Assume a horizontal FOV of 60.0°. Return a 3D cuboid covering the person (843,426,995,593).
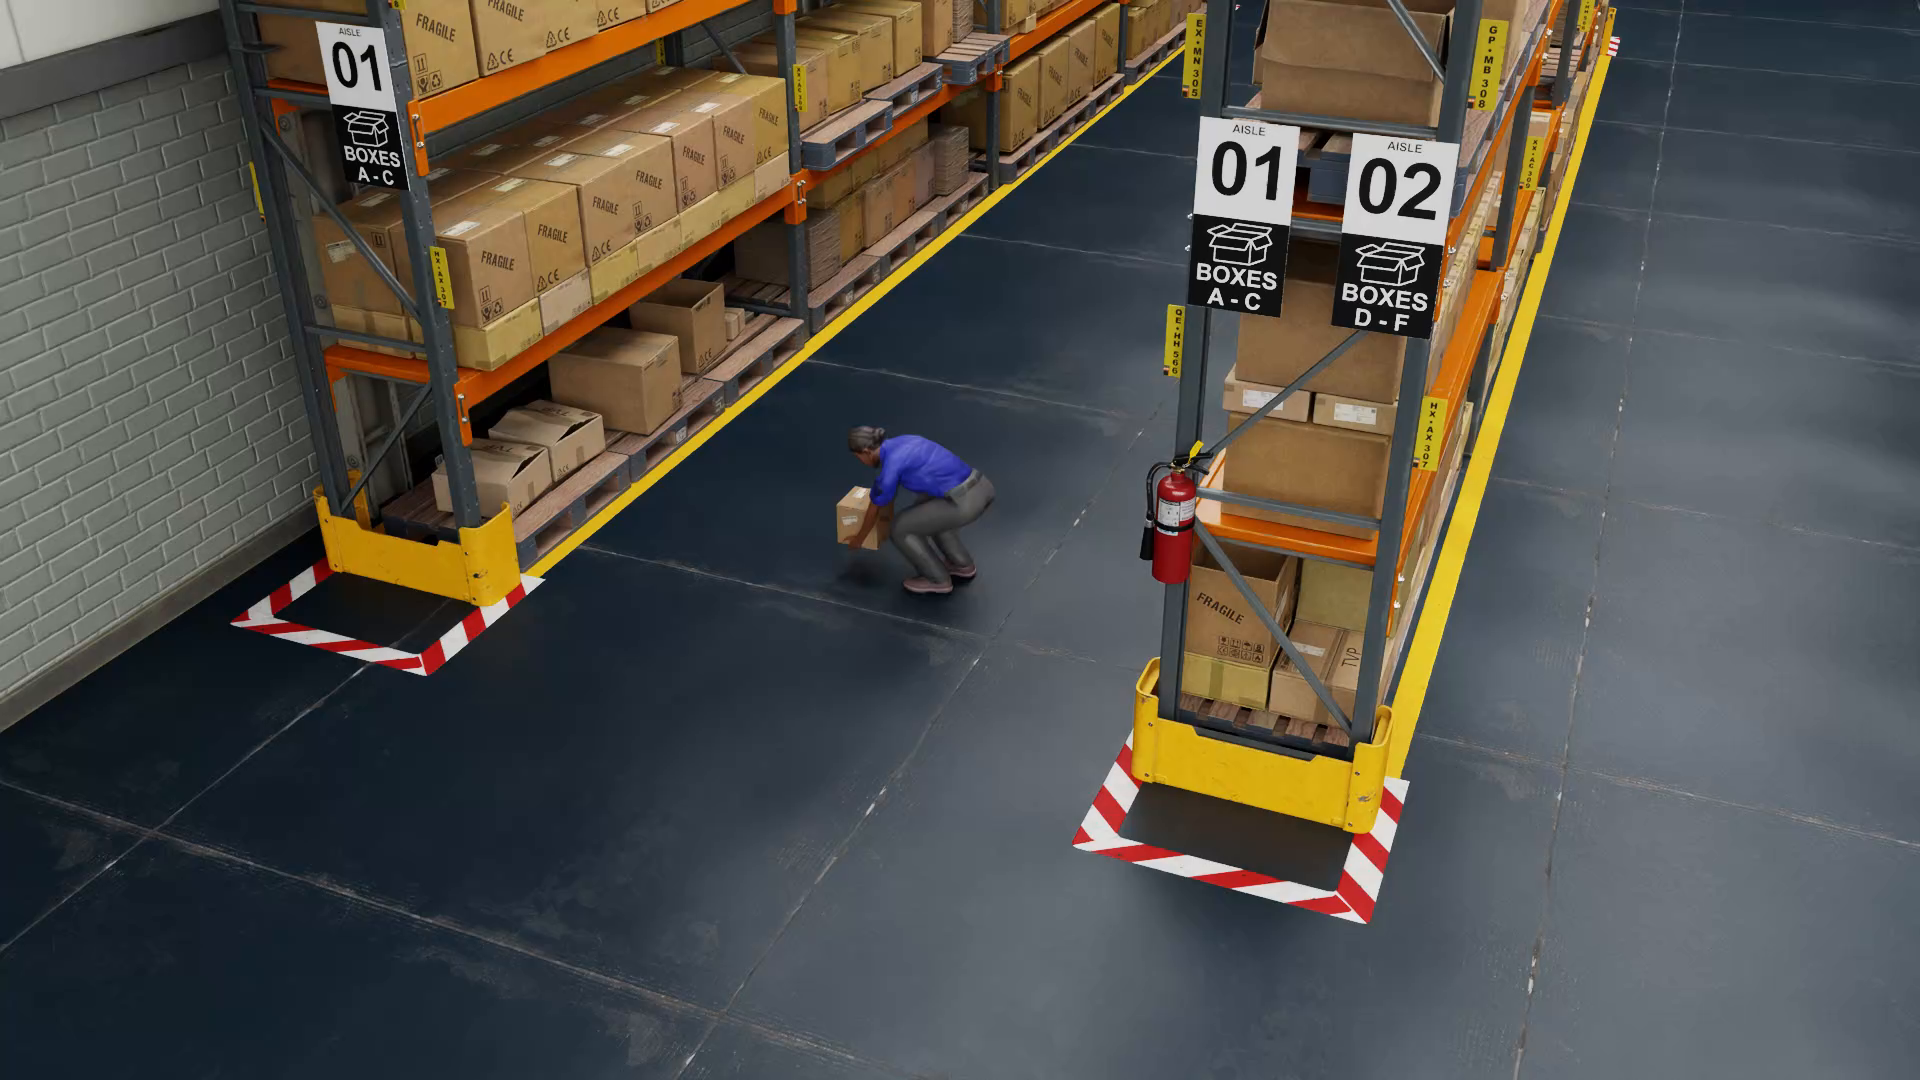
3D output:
[{"bbox_3d":[-0.232,-0.189,9.455,0.856,0.941,0.454,10,31,17],"label":"person"}]
